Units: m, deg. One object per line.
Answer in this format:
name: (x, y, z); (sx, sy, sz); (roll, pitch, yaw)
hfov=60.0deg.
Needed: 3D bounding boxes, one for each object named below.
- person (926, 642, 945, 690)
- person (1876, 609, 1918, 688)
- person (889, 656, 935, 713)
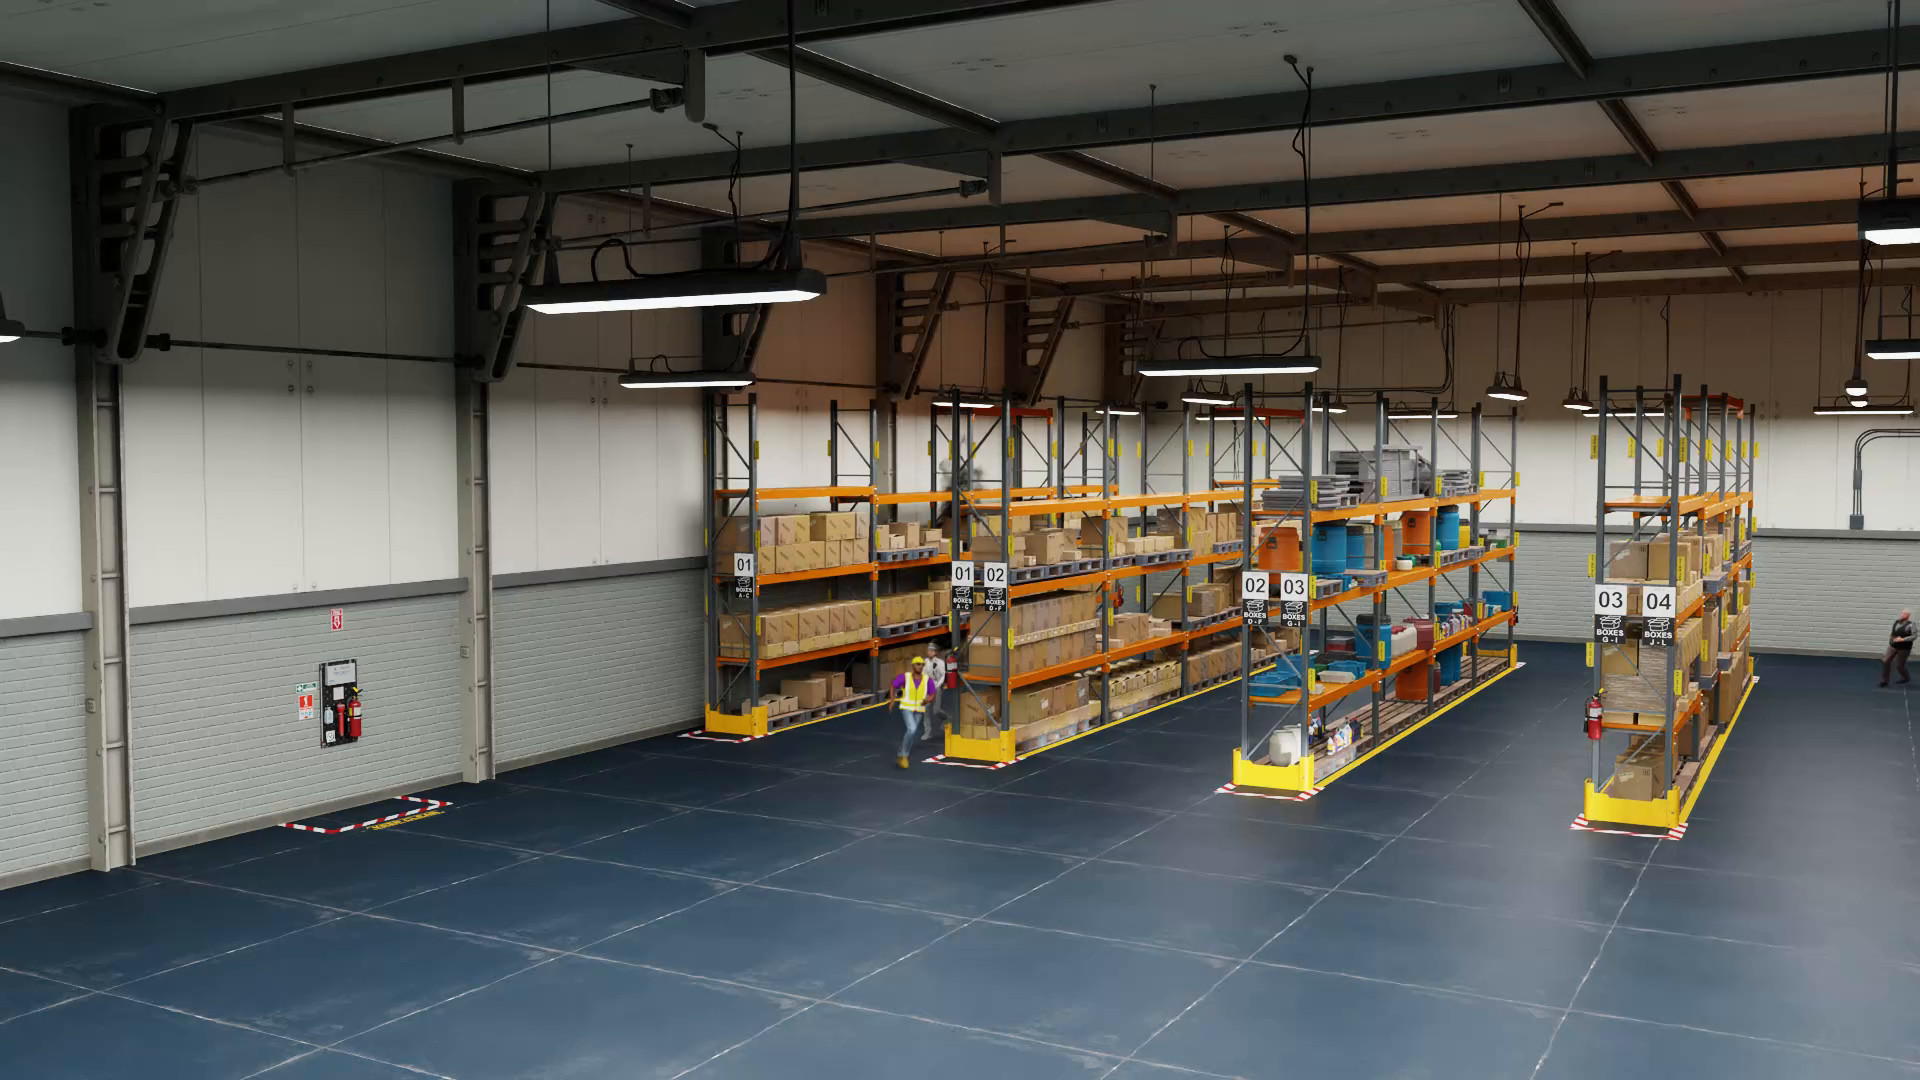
person: (-0.503, 2.212, 28.834); (0.649, 0.869, 0.441); (2, 4, 28)
person: (19.825, 2.303, 34.921); (0.791, 1.733, 0.727); (-1, 3, -19)
person: (-0.734, 2.287, 26.252); (0.706, 0.888, 0.641); (-1, 3, -20)
